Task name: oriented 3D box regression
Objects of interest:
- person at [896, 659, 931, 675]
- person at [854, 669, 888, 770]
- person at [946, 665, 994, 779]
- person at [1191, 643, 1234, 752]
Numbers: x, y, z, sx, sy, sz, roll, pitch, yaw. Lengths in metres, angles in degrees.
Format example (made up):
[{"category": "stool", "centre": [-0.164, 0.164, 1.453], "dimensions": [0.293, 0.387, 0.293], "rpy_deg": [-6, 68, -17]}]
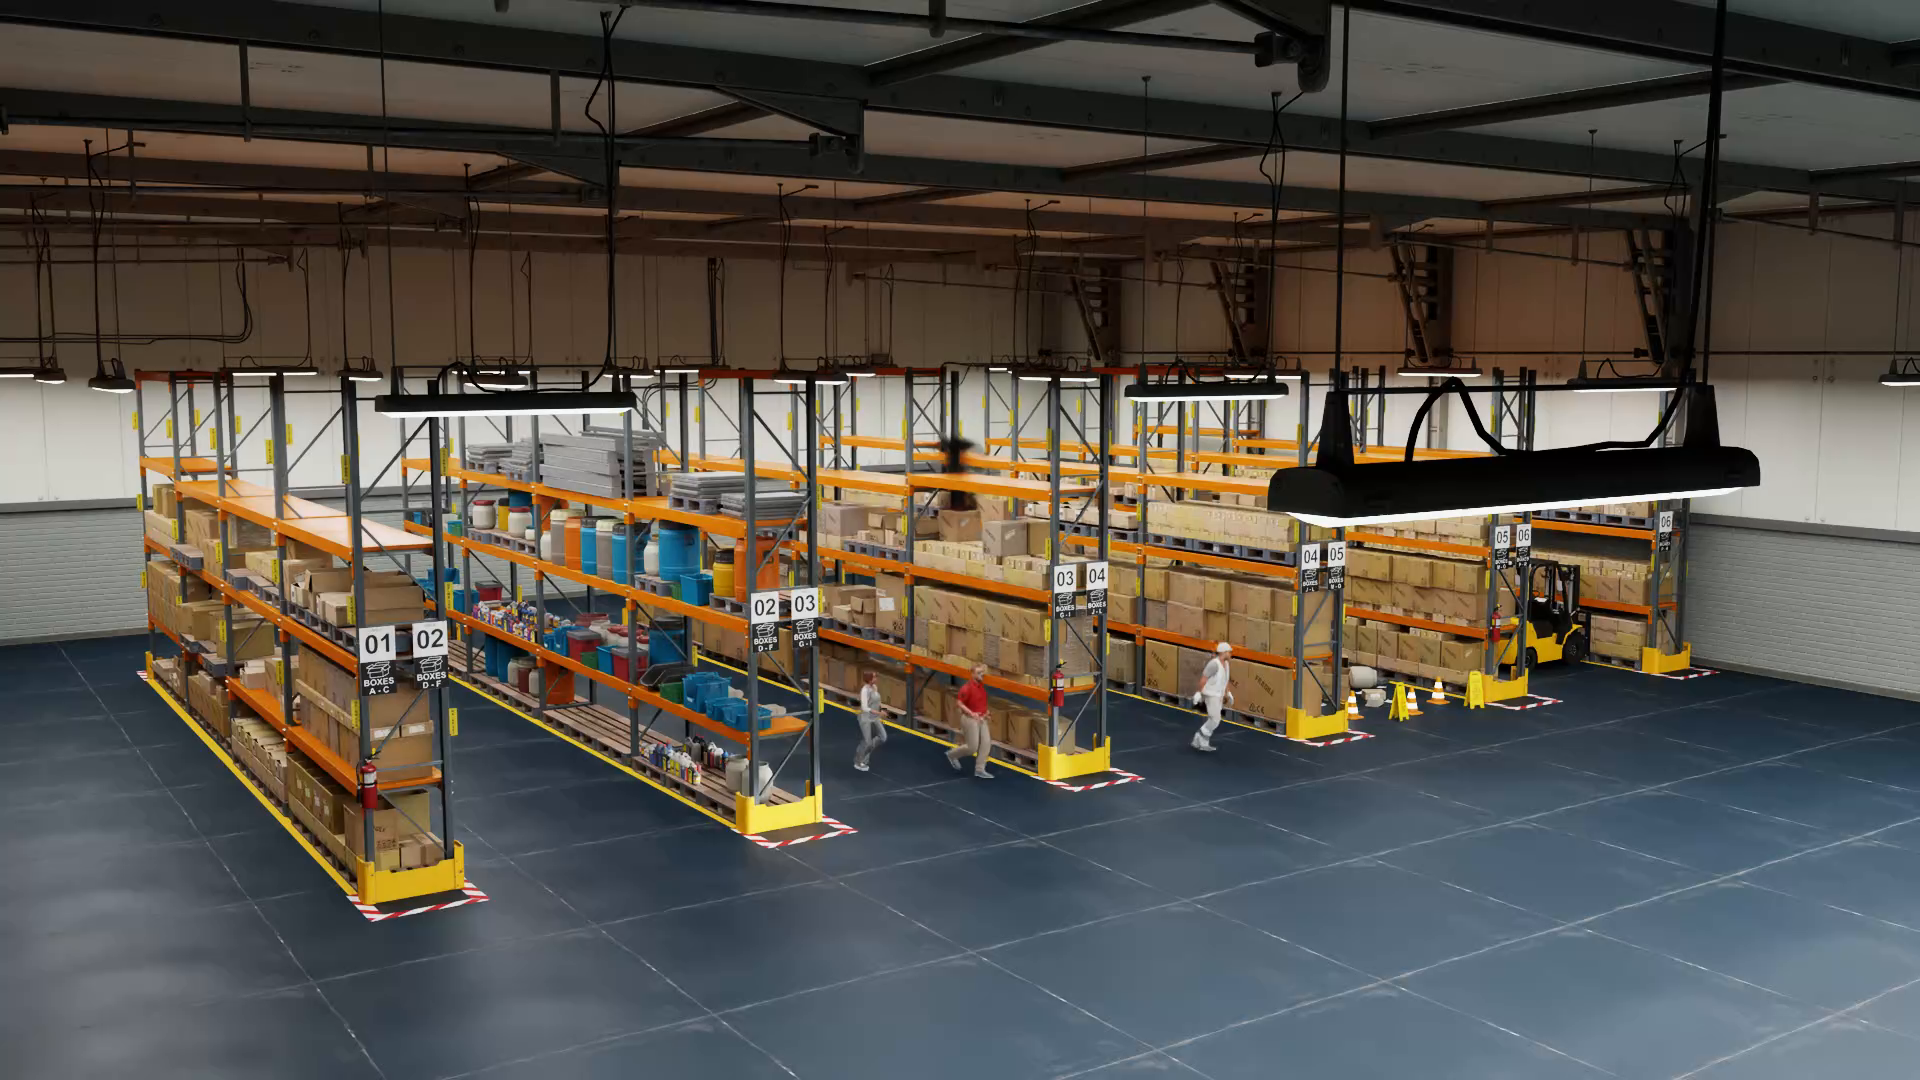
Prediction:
[{"category": "person", "centre": [-0.835, 1.899, 32.518], "dimensions": [1.000, 1.630, 0.632], "rpy_deg": [5, 8, 37]}, {"category": "person", "centre": [-1.338, 2.723, 25.138], "dimensions": [0.638, 1.552, 0.509], "rpy_deg": [4, 7, 29]}, {"category": "person", "centre": [0.161, 2.701, 24.814], "dimensions": [0.804, 1.688, 0.679], "rpy_deg": [5, 8, 35]}, {"category": "person", "centre": [4.020, 2.492, 26.387], "dimensions": [0.586, 1.752, 0.686], "rpy_deg": [4, 8, 32]}]
